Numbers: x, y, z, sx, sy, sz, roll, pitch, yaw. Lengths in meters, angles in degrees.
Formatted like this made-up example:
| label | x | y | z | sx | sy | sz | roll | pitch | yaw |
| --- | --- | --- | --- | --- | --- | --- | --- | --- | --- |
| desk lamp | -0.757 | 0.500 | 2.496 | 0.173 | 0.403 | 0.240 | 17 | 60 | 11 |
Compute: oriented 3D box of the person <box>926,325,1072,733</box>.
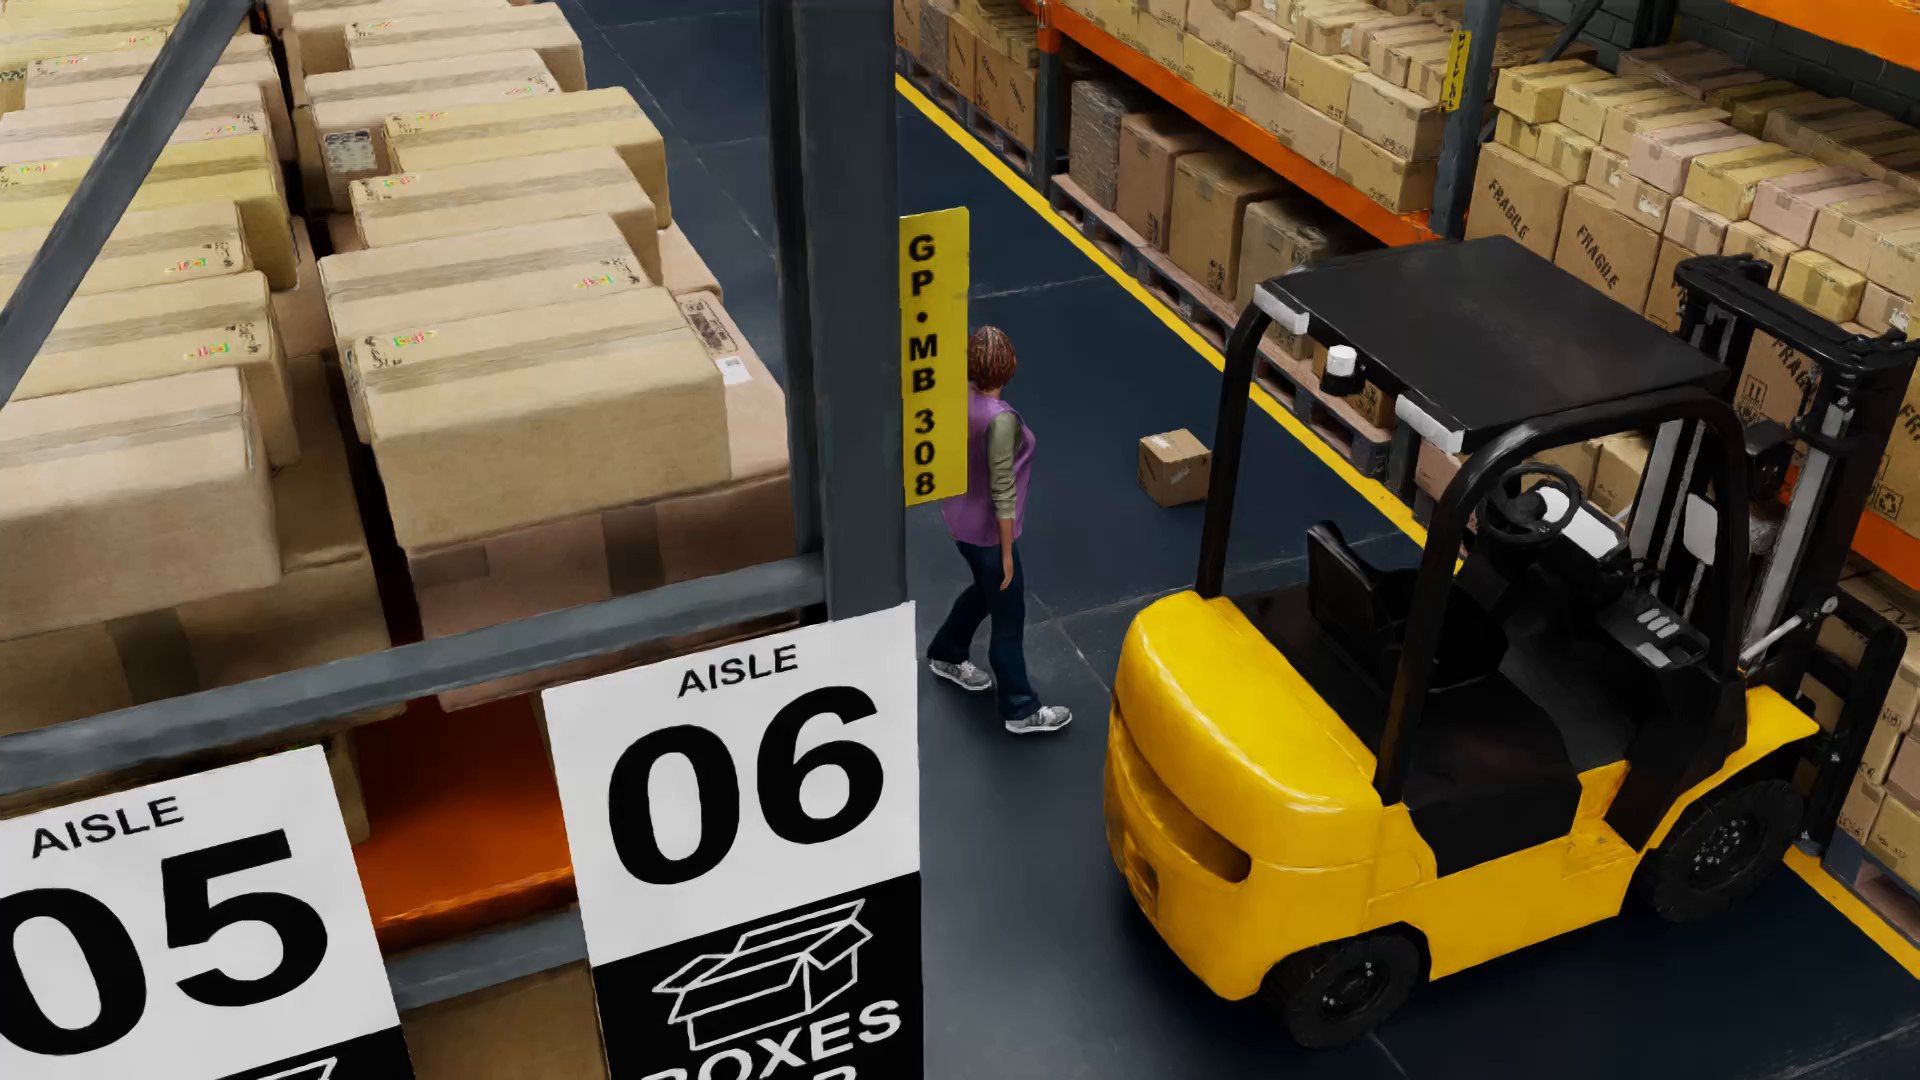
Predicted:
| label | x | y | z | sx | sy | sz | roll | pitch | yaw |
| --- | --- | --- | --- | --- | --- | --- | --- | --- | --- |
| person | 0.149 | -0.020 | 6.214 | 0.495 | 1.559 | 0.550 | -7 | 35 | -11 |
